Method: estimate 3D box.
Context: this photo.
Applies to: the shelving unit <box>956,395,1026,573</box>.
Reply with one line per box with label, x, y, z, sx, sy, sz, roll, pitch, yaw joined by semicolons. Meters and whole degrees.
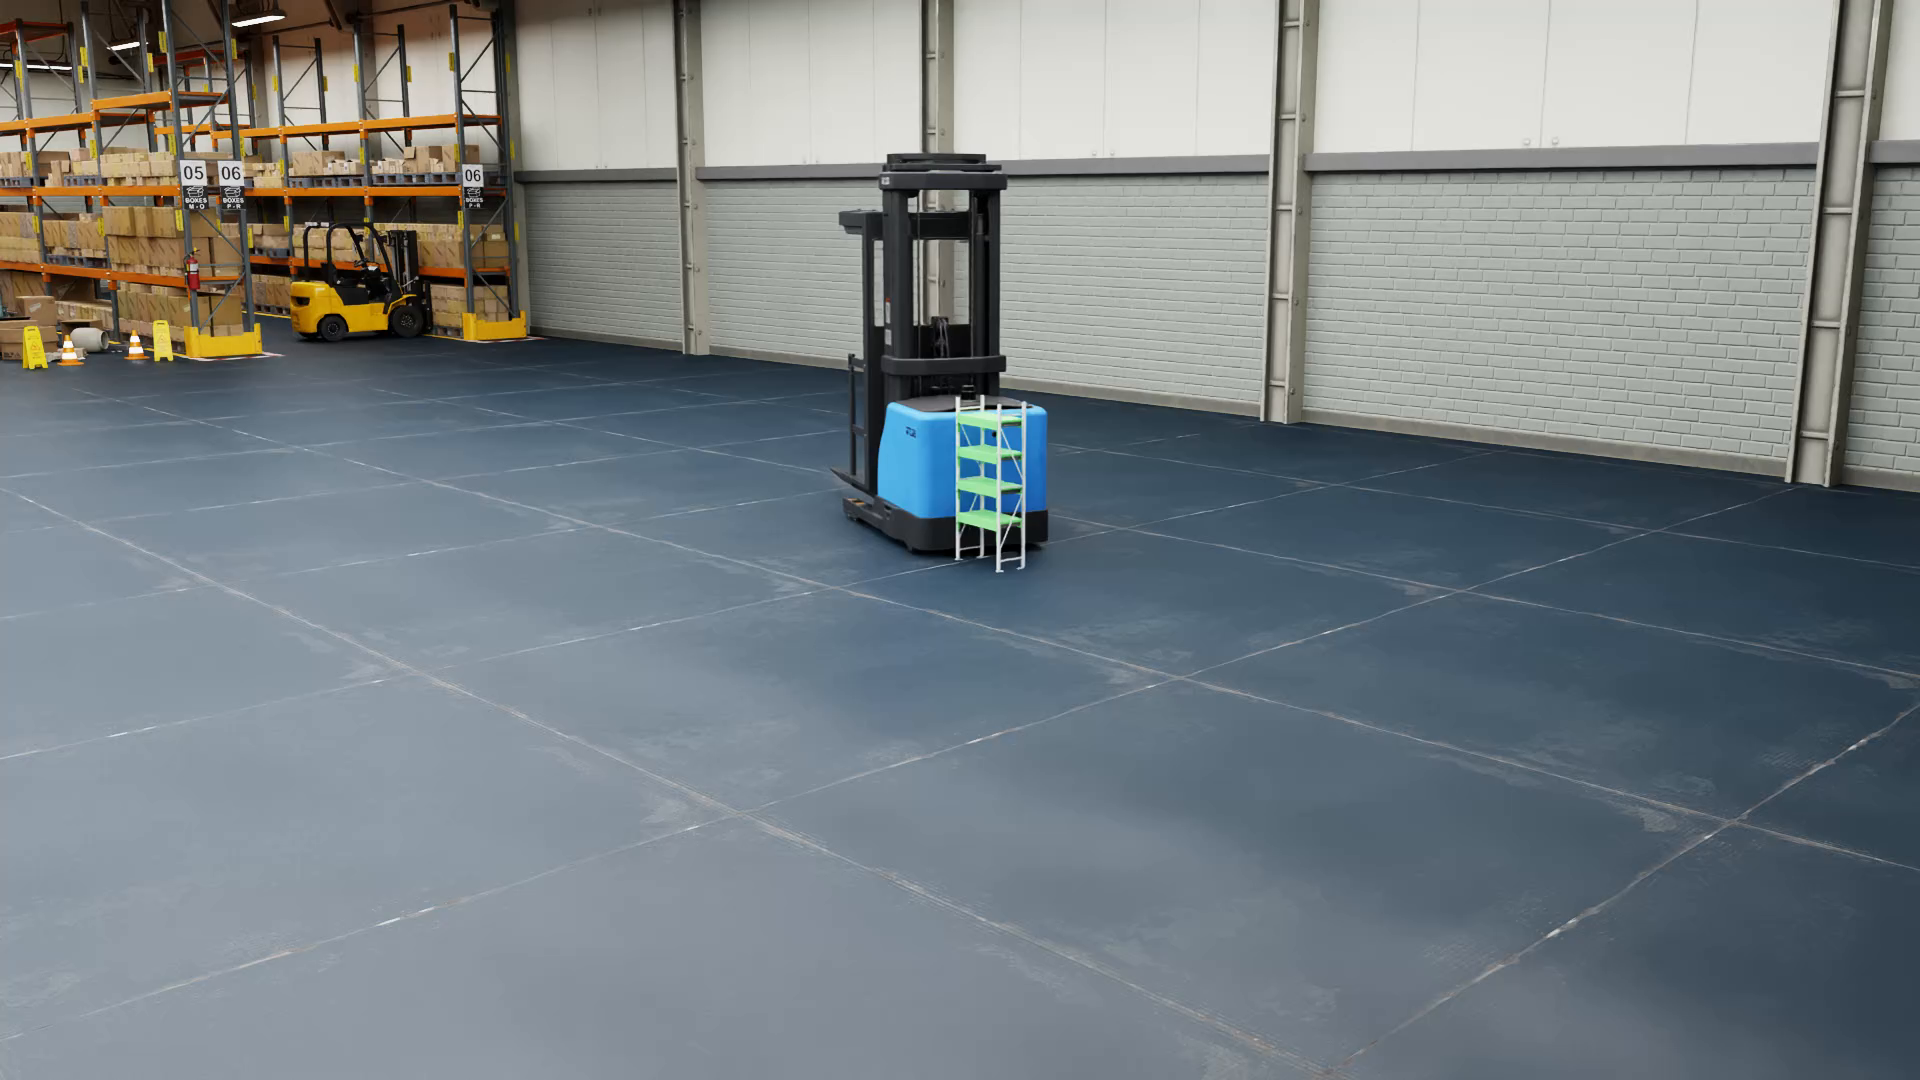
shelving unit;0.219;-0.408;11.919;0.258;1.200;0.503;-8;14;-35

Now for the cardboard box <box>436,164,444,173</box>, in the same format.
cardboard box;-9.578;-6.960;31.162;0.250;0.149;0.380;11;16;44

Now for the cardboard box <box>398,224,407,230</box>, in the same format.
cardboard box;-10.812;-6.142;32.696;0.380;0.149;0.250;-11;16;-43

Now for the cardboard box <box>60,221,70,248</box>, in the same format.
cardboard box;-17.018;-5.907;32.124;0.500;0.500;0.500;-11;16;-42

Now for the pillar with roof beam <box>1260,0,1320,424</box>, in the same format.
pillar with roof beam;0.702;-5.220;15.945;9.100;9.000;0.400;-11;16;-43

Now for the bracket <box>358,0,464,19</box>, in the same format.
bracket;-10.938;-10.597;33.124;0.076;0.066;4.783;-11;16;-43

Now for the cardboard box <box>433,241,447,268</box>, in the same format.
cardboard box;-9.667;-5.442;31.645;0.500;0.500;0.500;-10;15;-41

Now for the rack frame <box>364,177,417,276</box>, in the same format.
rack frame;-11.548;-5.865;33.944;1.000;3.000;0.127;-11;16;-43

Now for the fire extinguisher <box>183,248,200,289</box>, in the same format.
fire extinguisher;-12.628;-4.470;27.366;0.296;0.674;0.183;-11;16;-43

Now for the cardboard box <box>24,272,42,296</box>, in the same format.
cardboard box;-18.928;-5.164;34.770;0.875;0.875;0.875;-11;16;-42

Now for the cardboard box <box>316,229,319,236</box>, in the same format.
cardboard box;-13.538;-6.586;35.590;0.380;0.149;0.250;-11;16;-42

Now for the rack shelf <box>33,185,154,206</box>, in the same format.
rack shelf;-16.517;-6.581;31.771;1.077;0.370;4.000;-11;16;-43

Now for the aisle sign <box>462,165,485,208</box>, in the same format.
aisle sign;-8.953;-6.504;30.603;0.394;0.787;0.004;-11;16;-43

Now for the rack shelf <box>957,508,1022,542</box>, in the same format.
rack shelf;0.219;-0.111;11.981;0.258;0.148;0.480;-8;14;-35

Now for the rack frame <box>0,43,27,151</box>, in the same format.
rack frame;-20.660;-9.278;35.646;1.000;3.000;0.127;-11;16;-43

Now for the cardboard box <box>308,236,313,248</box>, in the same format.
cardboard box;-13.836;-6.448;35.907;0.500;0.250;0.500;-10;15;-41

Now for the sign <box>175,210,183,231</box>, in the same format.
sign;-12.789;-5.236;27.241;0.100;0.325;0.005;-11;16;-43

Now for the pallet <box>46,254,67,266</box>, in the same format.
pallet;-17.329;-5.573;33.004;1.213;0.211;1.003;-11;16;-43

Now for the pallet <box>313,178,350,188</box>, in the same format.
pallet;-13.003;-7.576;35.283;1.003;0.211;1.213;-10;15;-40

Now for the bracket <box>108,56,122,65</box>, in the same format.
bracket;-23.226;-13.193;45.728;0.235;0.232;0.430;-11;16;-43

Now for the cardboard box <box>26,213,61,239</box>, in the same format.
cardboard box;-18.444;-6.334;33.496;0.500;0.500;0.500;11;16;44

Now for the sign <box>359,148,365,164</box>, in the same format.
sign;-11.934;-7.664;33.183;0.100;0.325;0.005;-11;16;-43

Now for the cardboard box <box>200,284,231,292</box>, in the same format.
cardboard box;-18.202;-6.213;40.790;0.500;0.500;0.700;11;16;43

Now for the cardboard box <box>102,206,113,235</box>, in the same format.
cardboard box;-14.989;-5.762;29.985;0.700;0.500;0.500;-11;16;-43

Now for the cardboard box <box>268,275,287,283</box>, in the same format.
cardboard box;-15.518;-5.946;37.883;0.380;0.149;0.250;-11;16;-43

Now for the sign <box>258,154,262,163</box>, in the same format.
sign;-16.674;-9.025;39.594;0.100;0.325;0.005;-11;16;-43

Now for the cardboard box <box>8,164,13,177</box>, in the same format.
cardboard box;-19.102;-7.517;33.825;0.258;0.266;0.396;11;16;44

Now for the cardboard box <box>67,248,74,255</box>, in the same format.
cardboard box;-17.084;-5.606;32.270;0.380;0.149;0.250;-10;15;-39

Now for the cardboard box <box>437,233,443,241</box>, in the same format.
cardboard box;-9.724;-5.776;31.660;0.380;0.149;0.250;-11;16;-43

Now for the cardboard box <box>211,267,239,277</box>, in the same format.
cardboard box;-12.458;-4.544;28.157;0.380;0.149;0.250;-11;16;-42

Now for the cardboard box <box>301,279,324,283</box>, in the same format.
cardboard box;-13.890;-5.398;36.524;0.875;0.625;0.625;-10;15;-41

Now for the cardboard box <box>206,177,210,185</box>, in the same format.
cardboard box;-12.614;-6.054;28.053;0.250;0.149;0.380;11;16;43

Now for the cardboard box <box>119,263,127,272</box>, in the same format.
cardboard box;-14.938;-4.929;30.025;0.380;0.149;0.250;-10;15;-41

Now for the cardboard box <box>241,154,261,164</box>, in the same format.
cardboard box;-16.606;-8.913;38.874;0.396;0.266;0.258;-11;16;-43

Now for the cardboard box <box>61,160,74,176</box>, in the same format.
cardboard box;-16.824;-7.057;32.043;0.797;0.503;0.637;-11;16;-43

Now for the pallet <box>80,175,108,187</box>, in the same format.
pallet;-15.485;-6.655;30.810;1.213;0.211;1.003;-11;16;-43

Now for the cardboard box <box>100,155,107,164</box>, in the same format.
cardboard box;-15.154;-6.818;29.782;0.380;0.149;0.250;-11;16;-44

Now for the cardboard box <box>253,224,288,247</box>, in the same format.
cardboard box;-15.572;-6.917;37.756;0.637;0.503;0.797;11;16;44

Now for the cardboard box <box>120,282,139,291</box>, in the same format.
cardboard box;-14.881;-4.566;29.948;0.380;0.149;0.250;-11;16;-42

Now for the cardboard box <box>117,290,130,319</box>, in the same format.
cardboard box;-14.924;-4.275;30.143;0.500;0.500;0.500;-10;15;-40

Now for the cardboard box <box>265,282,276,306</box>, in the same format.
cardboard box;-15.460;-5.612;37.872;0.500;0.500;0.500;-10;15;-40

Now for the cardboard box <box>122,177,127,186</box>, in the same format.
cardboard box;-14.562;-6.330;29.392;0.380;0.149;0.250;-10;15;-41

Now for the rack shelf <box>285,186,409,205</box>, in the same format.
rack shelf;-12.930;-7.273;35.131;1.077;0.370;4.000;-11;16;-43

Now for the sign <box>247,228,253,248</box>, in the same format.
sign;-11.981;-5.088;28.030;0.100;0.325;0.005;-11;16;-43

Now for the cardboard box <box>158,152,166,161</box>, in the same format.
cardboard box;-13.160;-6.411;27.810;0.380;0.149;0.250;-11;16;-43

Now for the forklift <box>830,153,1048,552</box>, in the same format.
forklift;-0.325;-1.604;13.435;1.130;2.935;3.031;-4;12;-20
